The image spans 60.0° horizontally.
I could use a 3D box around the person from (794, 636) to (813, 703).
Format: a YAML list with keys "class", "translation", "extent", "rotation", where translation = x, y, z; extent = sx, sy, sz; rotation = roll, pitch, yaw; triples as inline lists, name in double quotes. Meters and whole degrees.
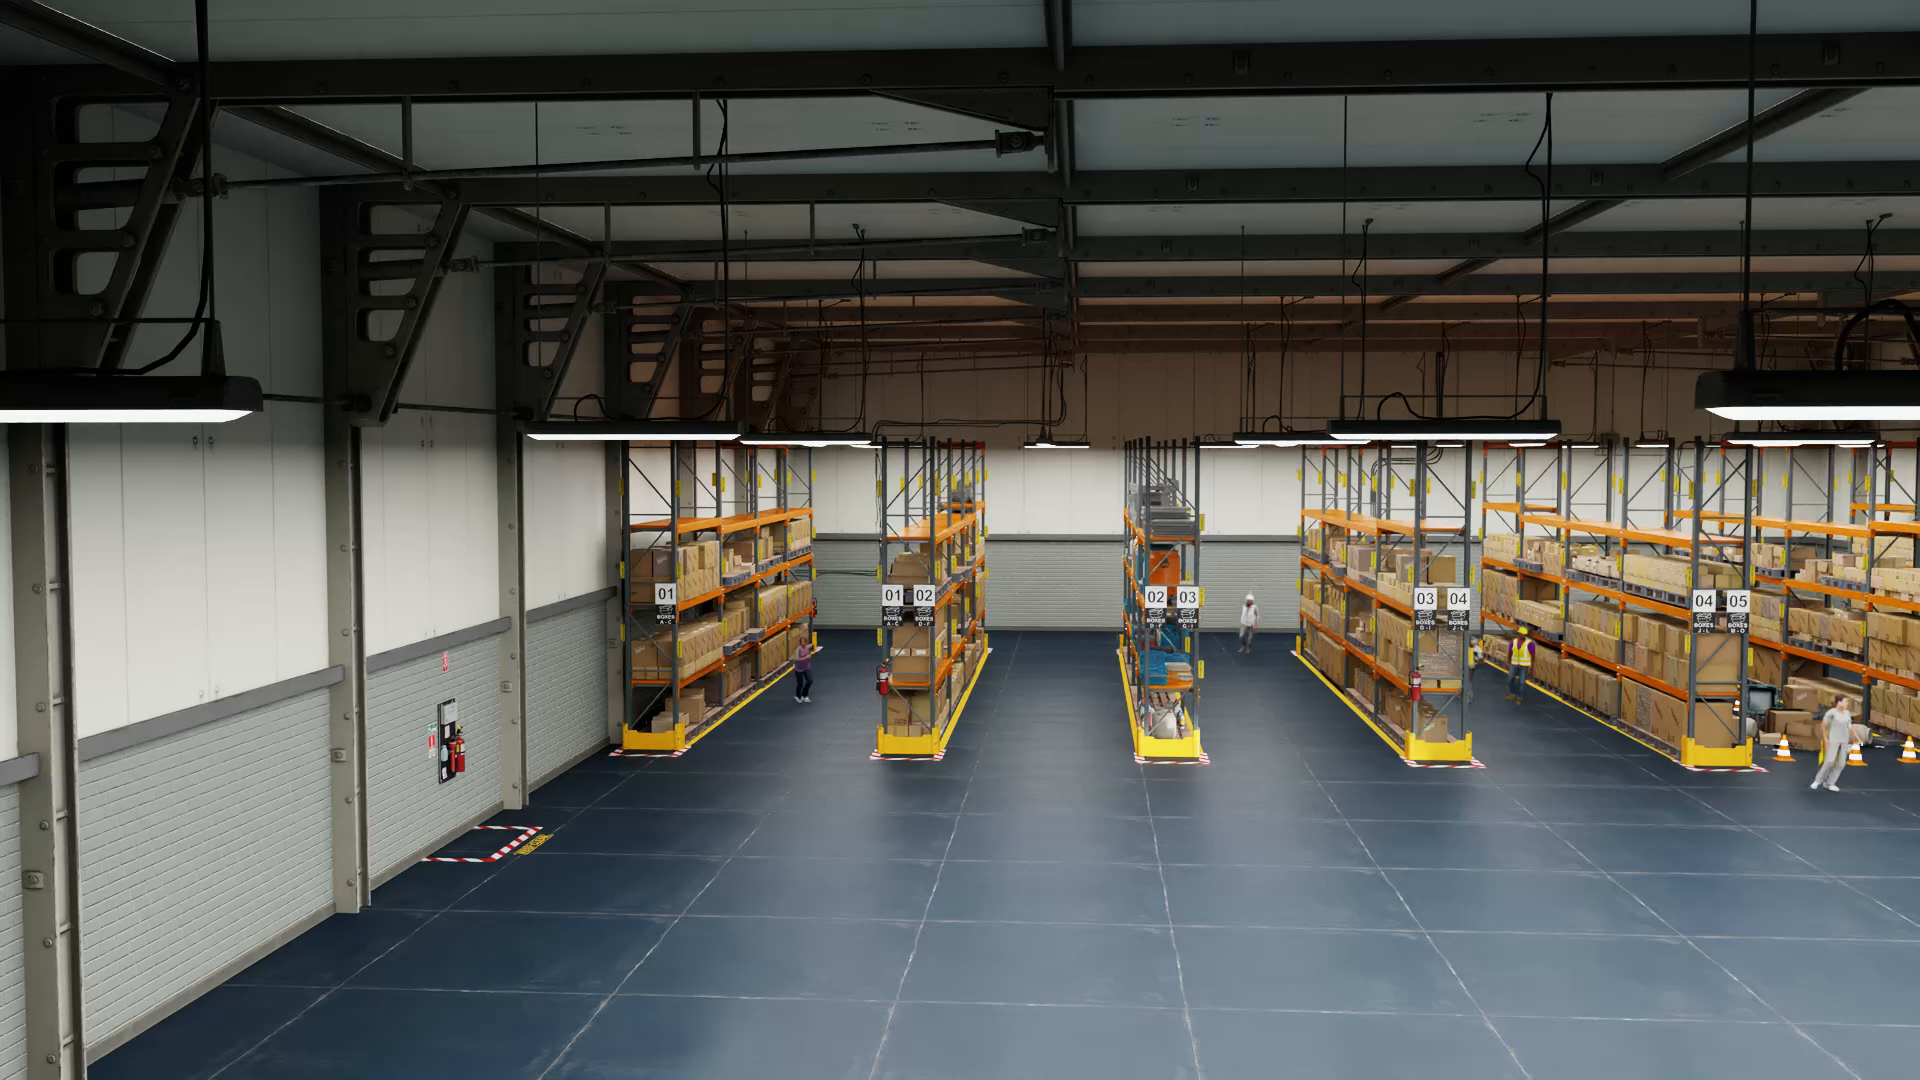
- class: "person"
  translation: [-3.583, 2.941, 37.567]
  extent: [0.489, 1.559, 0.808]
  rotation: [-2, 4, -30]

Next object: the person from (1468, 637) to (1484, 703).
- class: "person"
  translation: [11.665, 2.928, 38.072]
  extent: [0.586, 1.497, 1.009]
  rotation: [1, 3, 11]

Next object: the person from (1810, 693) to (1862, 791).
- class: "person"
  translation: [14.710, 3.413, 27.961]
  extent: [0.707, 1.662, 0.580]
  rotation: [-1, 3, -15]

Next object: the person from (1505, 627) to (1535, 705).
- class: "person"
  translation: [12.656, 2.842, 37.575]
  extent: [0.660, 1.789, 0.465]
  rotation: [2, 4, 36]

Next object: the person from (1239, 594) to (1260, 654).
- class: "person"
  translation: [8.139, 2.368, 46.692]
  extent: [0.627, 1.722, 0.731]
  rotation: [1, 3, 24]
